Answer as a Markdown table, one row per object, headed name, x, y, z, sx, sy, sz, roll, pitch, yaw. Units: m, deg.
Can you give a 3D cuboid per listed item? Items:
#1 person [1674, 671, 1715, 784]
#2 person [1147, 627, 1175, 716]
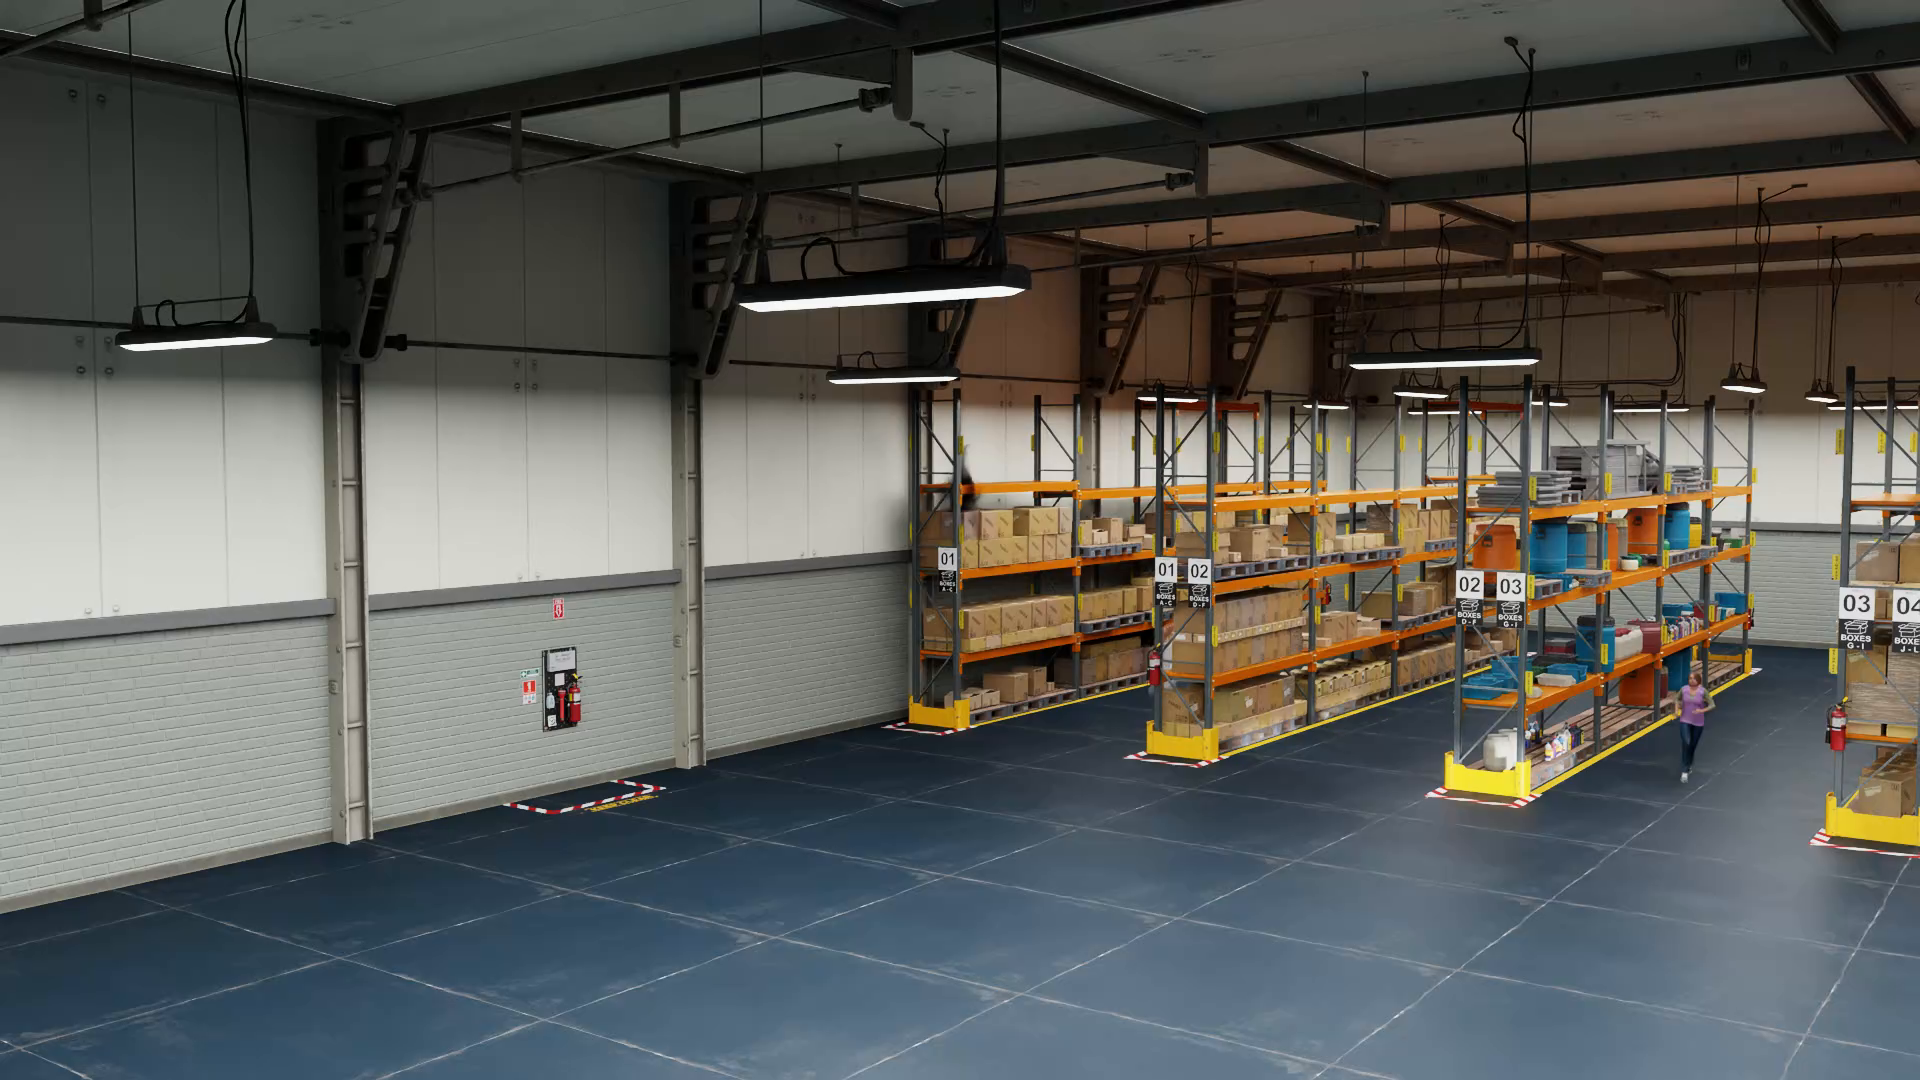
| name | x | y | z | sx | sy | sz | roll | pitch | yaw |
| --- | --- | --- | --- | --- | --- | --- | --- | --- | --- |
| person | 10.960 | 2.766 | 24.824 | 0.551 | 1.630 | 0.781 | 1 | 4 | 22 |
| person | 3.642 | 2.426 | 29.879 | 0.706 | 1.735 | 0.819 | 3 | 4 | 42 |
